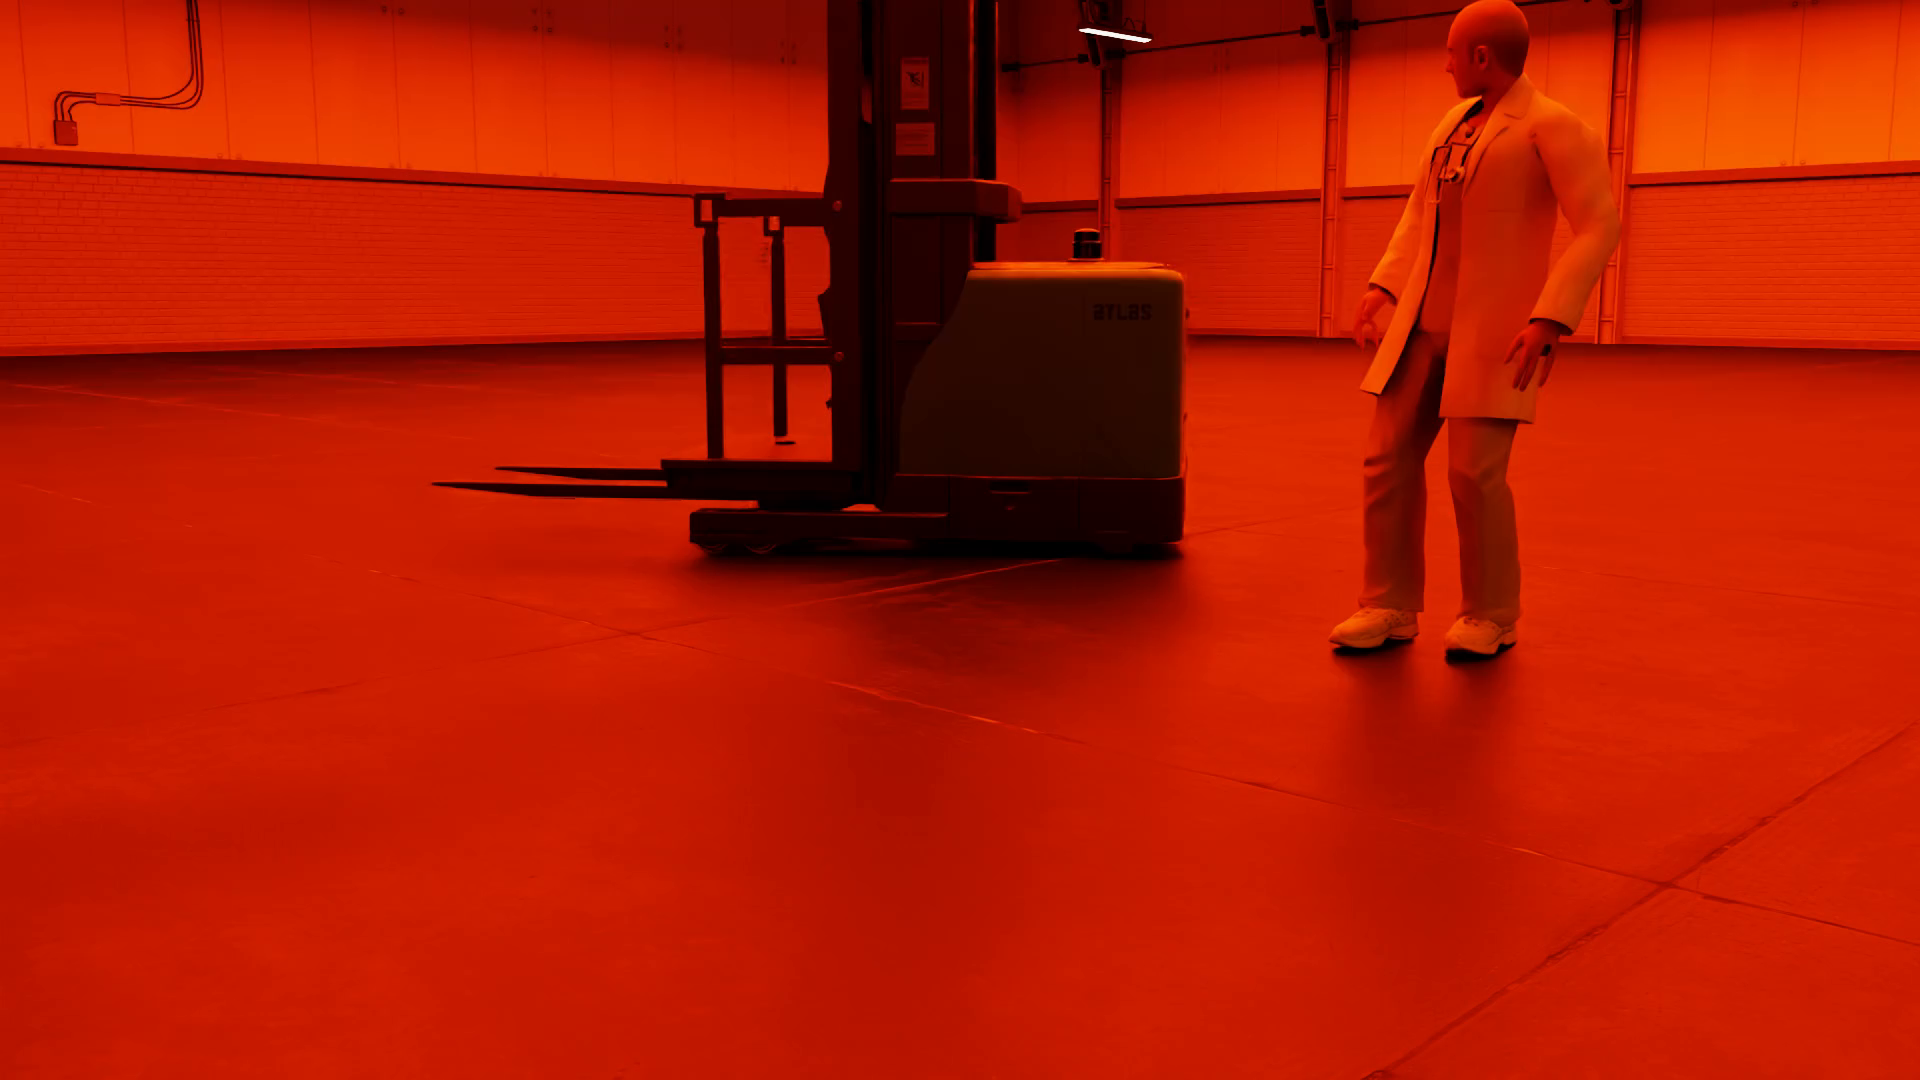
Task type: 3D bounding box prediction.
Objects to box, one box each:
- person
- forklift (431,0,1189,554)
[{"bbox_3d":[1.354,-0.558,4.526,0.558,1.760,0.800,-6,10,-34],"label":"person"},{"bbox_3d":[-0.602,-1.475,6.667,3.031,2.935,1.130,1,9,8],"label":"forklift"}]
